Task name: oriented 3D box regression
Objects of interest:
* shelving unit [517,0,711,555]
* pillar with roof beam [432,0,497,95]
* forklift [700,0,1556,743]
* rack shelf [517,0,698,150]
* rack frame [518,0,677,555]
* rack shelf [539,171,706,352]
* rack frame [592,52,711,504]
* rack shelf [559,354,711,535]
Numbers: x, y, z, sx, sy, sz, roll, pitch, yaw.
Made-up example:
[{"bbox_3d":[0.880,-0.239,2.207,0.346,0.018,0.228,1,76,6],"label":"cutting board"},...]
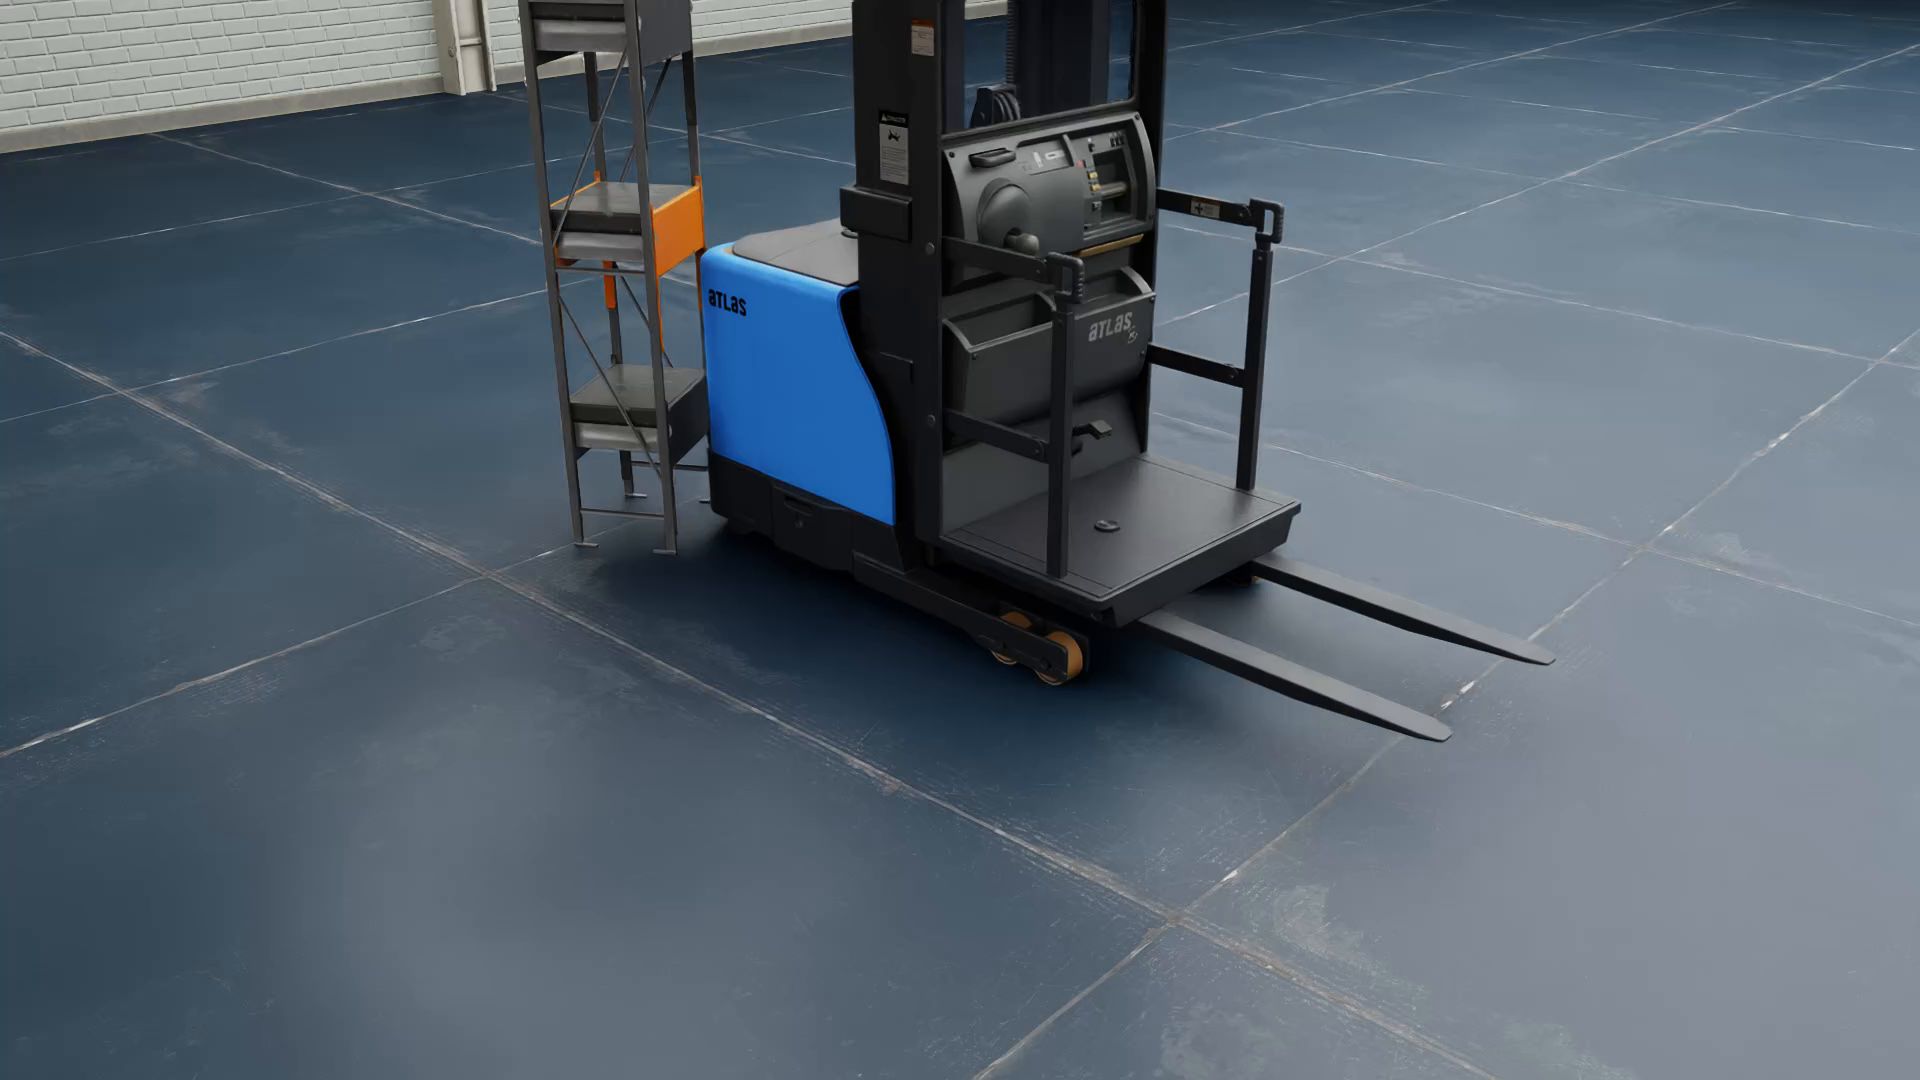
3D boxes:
[{"bbox_3d":[-1.190,-1.019,5.956,0.431,2.100,0.503,5,25,11],"label":"shelving unit"},{"bbox_3d":[-1.425,-7.175,11.254,9.100,9.000,0.400,20,31,38],"label":"pillar with roof beam"},{"bbox_3d":[0.454,-1.121,5.167,3.031,2.935,1.130,22,32,40],"label":"forklift"},{"bbox_3d":[-1.190,-1.645,5.675,0.431,0.518,0.480,5,25,11],"label":"rack shelf"},{"bbox_3d":[-1.240,-0.921,5.738,0.400,2.100,0.015,5,25,11],"label":"rack frame"},{"bbox_3d":[-1.190,-1.006,5.962,0.431,0.518,0.480,5,25,11],"label":"rack shelf"},{"bbox_3d":[-1.139,-1.117,6.174,0.400,2.100,0.015,5,25,11],"label":"rack frame"},{"bbox_3d":[-1.190,-0.368,6.248,0.431,0.518,0.480,5,25,11],"label":"rack shelf"}]
